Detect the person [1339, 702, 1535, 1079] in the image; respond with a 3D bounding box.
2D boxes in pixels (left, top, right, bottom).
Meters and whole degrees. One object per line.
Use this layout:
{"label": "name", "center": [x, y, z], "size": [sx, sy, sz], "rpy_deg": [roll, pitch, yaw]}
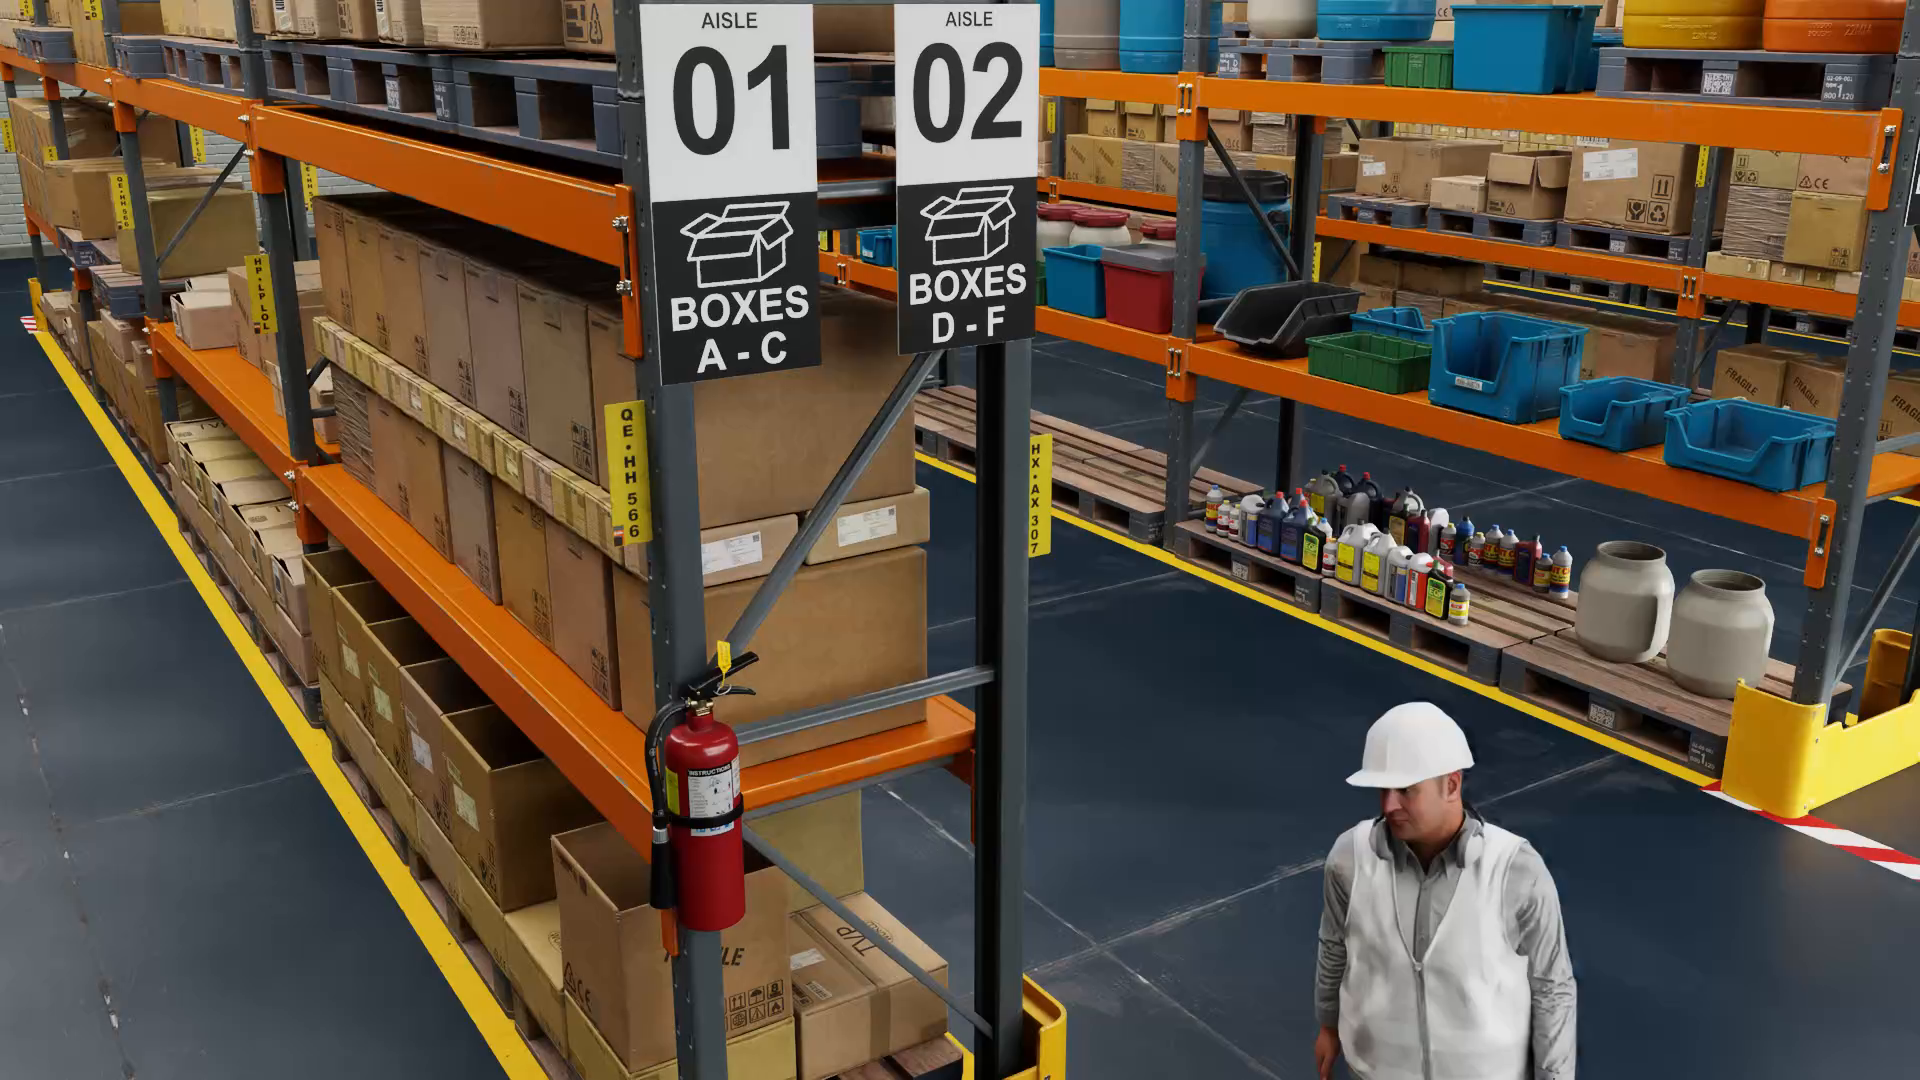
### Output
{"label": "person", "center": [1.073, 1.211, 3.787], "size": [0.480, 1.716, 0.999], "rpy_deg": [6, 19, 19]}
